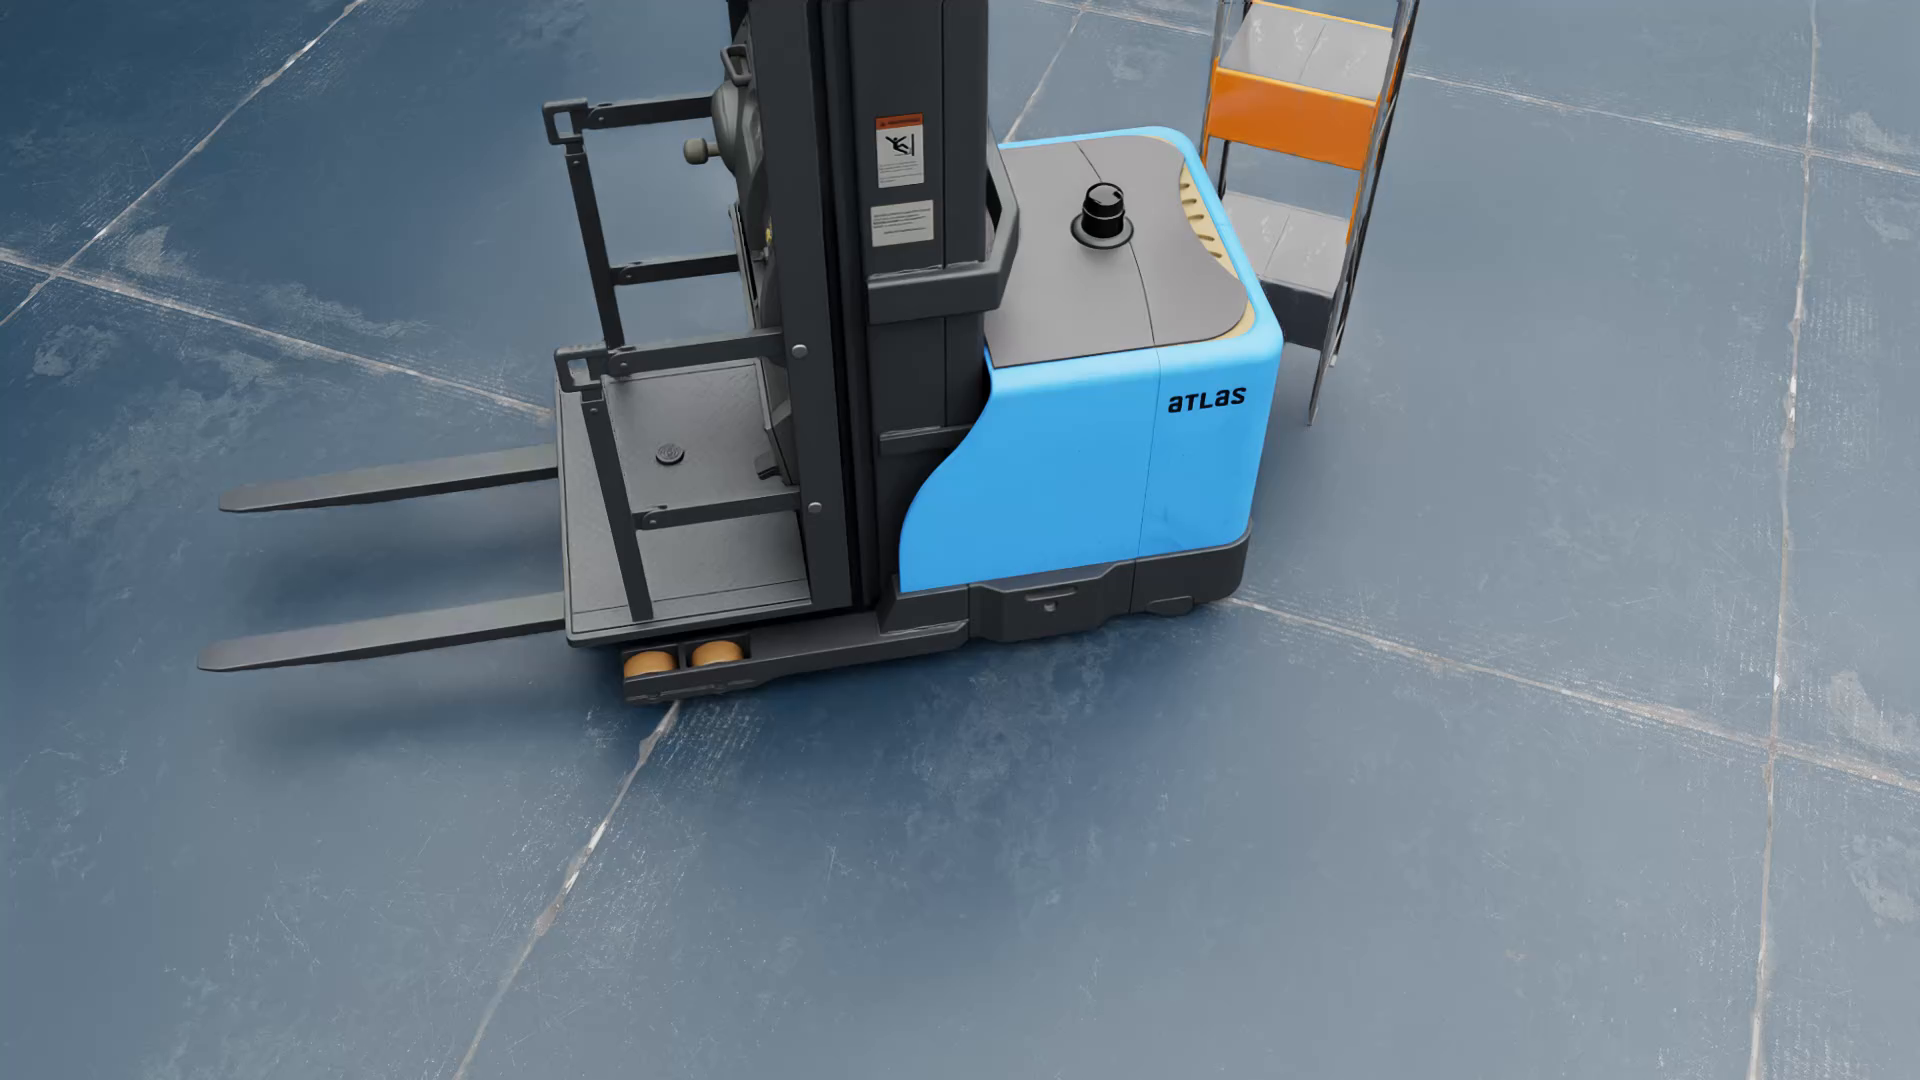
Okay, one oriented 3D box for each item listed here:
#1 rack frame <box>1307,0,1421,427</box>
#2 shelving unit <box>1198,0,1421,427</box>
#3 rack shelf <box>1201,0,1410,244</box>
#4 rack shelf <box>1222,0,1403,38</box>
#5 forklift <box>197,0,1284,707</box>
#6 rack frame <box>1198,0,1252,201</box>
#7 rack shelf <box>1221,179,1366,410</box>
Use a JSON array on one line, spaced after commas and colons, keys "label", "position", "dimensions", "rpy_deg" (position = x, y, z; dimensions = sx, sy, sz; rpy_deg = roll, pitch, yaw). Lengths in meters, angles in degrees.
[{"label": "rack frame", "position": [1.246, -1.209, 4.909], "dimensions": [0.015, 2.100, 0.400], "rpy_deg": [17, 51, 14]}, {"label": "shelving unit", "position": [1.020, -1.279, 4.969], "dimensions": [0.503, 2.100, 0.431], "rpy_deg": [17, 51, 14]}, {"label": "rack shelf", "position": [1.020, -1.270, 4.979], "dimensions": [0.480, 0.518, 0.431], "rpy_deg": [17, 51, 14]}, {"label": "rack shelf", "position": [1.020, -1.728, 4.450], "dimensions": [0.480, 0.518, 0.431], "rpy_deg": [17, 51, 14]}, {"label": "forklift", "position": [-0.709, -0.920, 4.108], "dimensions": [3.031, 2.935, 1.130], "rpy_deg": [-8, 50, -7]}, {"label": "rack frame", "position": [0.794, -1.348, 5.029], "dimensions": [0.015, 2.100, 0.400], "rpy_deg": [17, 51, 14]}, {"label": "rack shelf", "position": [1.020, -0.811, 5.508], "dimensions": [0.480, 0.518, 0.431], "rpy_deg": [17, 51, 14]}]
